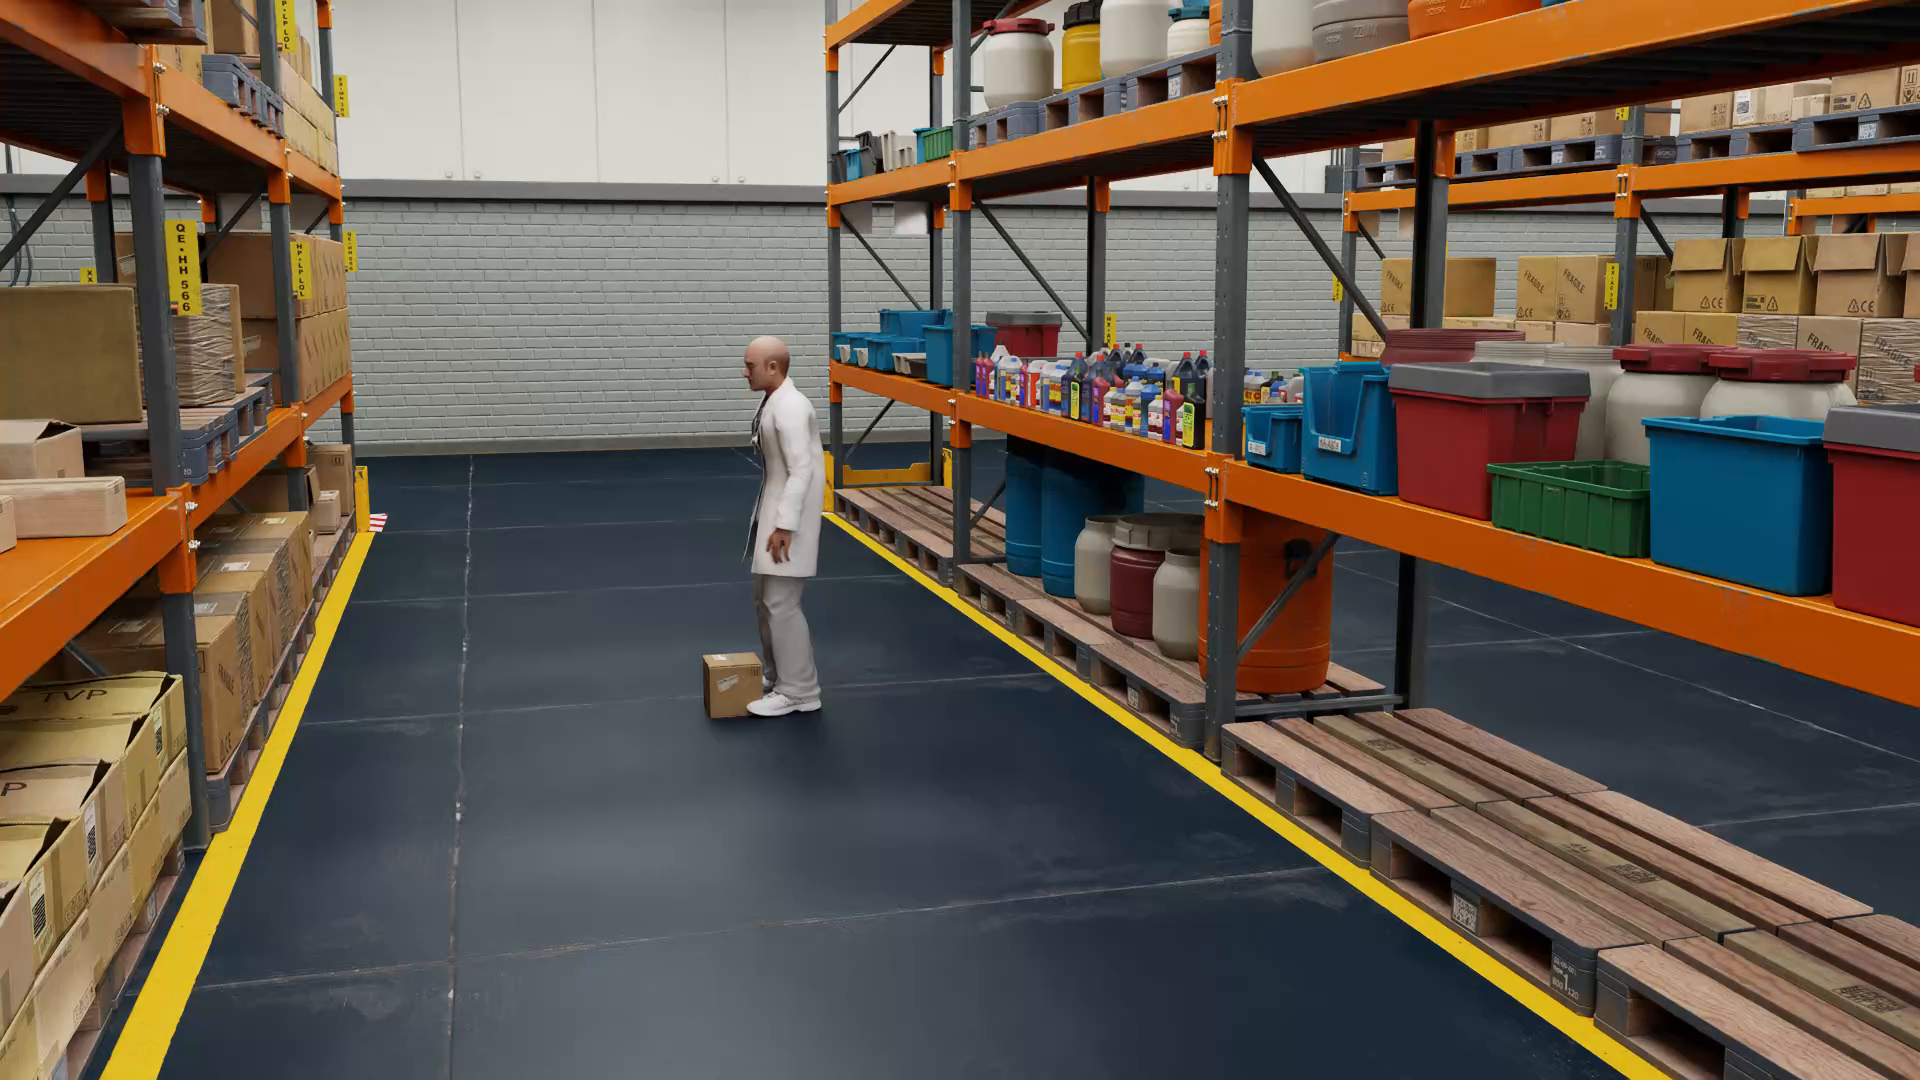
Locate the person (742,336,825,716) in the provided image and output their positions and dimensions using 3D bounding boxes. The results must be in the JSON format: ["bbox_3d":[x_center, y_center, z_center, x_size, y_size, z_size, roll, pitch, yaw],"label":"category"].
[{"bbox_3d":[-0.853,-0.075,7.884,0.421,1.774,0.642,-3,9,-16],"label":"person"}]
